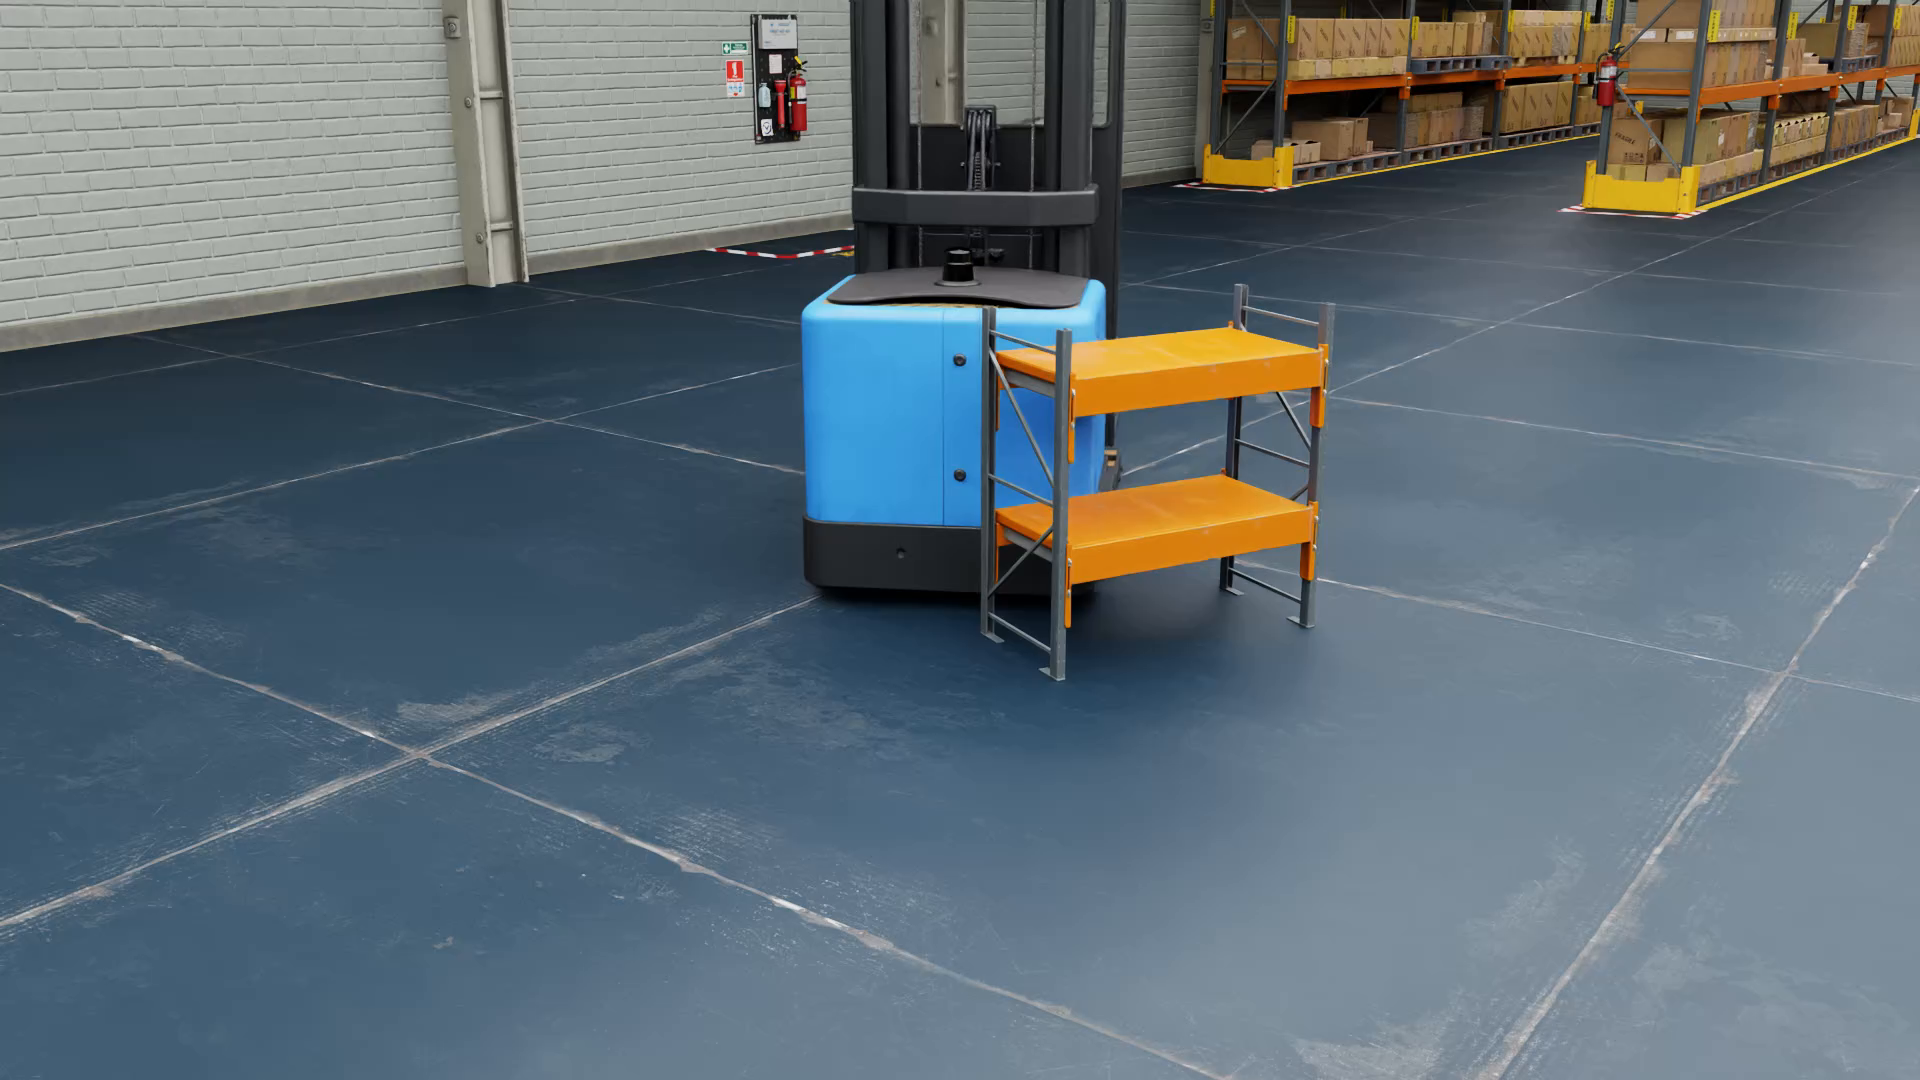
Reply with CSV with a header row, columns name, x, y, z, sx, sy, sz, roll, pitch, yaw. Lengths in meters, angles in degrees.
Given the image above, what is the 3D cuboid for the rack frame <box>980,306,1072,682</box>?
name,x,y,z,sx,sy,sz,roll,pitch,yaw
rack frame,0.203,-0.153,5.340,0.032,1.125,0.500,-9,19,-27

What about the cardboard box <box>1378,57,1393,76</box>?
name,x,y,z,sx,sy,sz,roll,pitch,yaw
cardboard box,5.731,-6.660,23.352,0.500,0.250,0.500,13,21,35

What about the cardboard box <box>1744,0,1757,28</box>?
name,x,y,z,sx,sy,sz,roll,pitch,yaw
cardboard box,9.196,-6.452,20.107,0.700,0.500,0.500,12,21,35

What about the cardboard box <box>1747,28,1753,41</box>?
name,x,y,z,sx,sy,sz,roll,pitch,yaw
cardboard box,9.307,-6.084,20.016,0.380,0.149,0.250,13,22,36

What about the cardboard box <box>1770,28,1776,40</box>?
name,x,y,z,sx,sy,sz,roll,pitch,yaw
cardboard box,10.064,-6.386,20.989,0.380,0.149,0.250,12,21,35

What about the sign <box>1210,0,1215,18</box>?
name,x,y,z,sx,sy,sz,roll,pitch,yaw
sign,3.257,-6.860,21.291,0.100,0.325,0.005,12,21,35

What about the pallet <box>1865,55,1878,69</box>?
name,x,y,z,sx,sy,sz,roll,pitch,yaw
pallet,14.257,-7.774,27.044,1.003,0.211,1.213,12,21,35

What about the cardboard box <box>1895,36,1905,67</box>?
name,x,y,z,sx,sy,sz,roll,pitch,yaw
cardboard box,15.646,-8.280,28.182,0.500,0.500,0.500,13,21,36

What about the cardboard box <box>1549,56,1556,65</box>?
name,x,y,z,sx,sy,sz,roll,pitch,yaw
cardboard box,10.235,-8.433,29.230,0.380,0.149,0.250,12,21,35

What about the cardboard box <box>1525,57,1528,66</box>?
name,x,y,z,sx,sy,sz,roll,pitch,yaw
cardboard box,9.421,-8.138,28.280,0.380,0.149,0.250,13,21,36

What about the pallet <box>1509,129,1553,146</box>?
name,x,y,z,sx,sy,sz,roll,pitch,yaw
pallet,9.715,-7.091,29.221,1.003,0.211,1.213,12,21,35

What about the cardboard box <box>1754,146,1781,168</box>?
name,x,y,z,sx,sy,sz,roll,pitch,yaw
cardboard box,10.494,-5.071,21.944,0.500,0.250,0.500,12,21,33

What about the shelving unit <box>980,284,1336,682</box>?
name,x,y,z,sx,sy,sz,roll,pitch,yaw
shelving unit,0.649,-0.225,5.572,1.048,1.125,0.538,-9,19,-27

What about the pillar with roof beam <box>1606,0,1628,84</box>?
name,x,y,z,sx,sy,sz,roll,pitch,yaw
pillar with roof beam,17.595,-12.764,32.674,9.100,9.000,0.400,12,21,35

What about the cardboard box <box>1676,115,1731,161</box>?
name,x,y,z,sx,sy,sz,roll,pitch,yaw
cardboard box,8.753,-4.754,19.657,0.500,0.500,0.500,12,21,35

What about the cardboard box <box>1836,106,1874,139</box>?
name,x,y,z,sx,sy,sz,roll,pitch,yaw
cardboard box,14.456,-6.769,26.956,0.500,0.500,0.500,13,21,35

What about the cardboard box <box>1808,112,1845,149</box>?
name,x,y,z,sx,sy,sz,roll,pitch,yaw
cardboard box,12.938,-6.158,24.990,0.500,0.500,0.500,14,22,37

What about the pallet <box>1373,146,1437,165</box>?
name,x,y,z,sx,sy,sz,roll,pitch,yaw
pallet,6.536,-5.860,25.258,1.003,0.211,1.213,12,21,35

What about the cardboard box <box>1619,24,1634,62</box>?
name,x,y,z,sx,sy,sz,roll,pitch,yaw
cardboard box,12.503,-9.709,32.444,0.980,0.700,0.700,12,21,34

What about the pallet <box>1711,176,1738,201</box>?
name,x,y,z,sx,sy,sz,roll,pitch,yaw
pallet,8.820,-4.326,20.318,1.003,0.211,1.213,12,21,35

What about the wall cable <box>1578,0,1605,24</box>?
name,x,y,z,sx,sy,sz,roll,pitch,yaw
wall cable,13.227,-10.821,34.820,0.084,1.984,1.851,12,21,35

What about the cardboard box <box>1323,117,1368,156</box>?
name,x,y,z,sx,sy,sz,roll,pitch,yaw
cardboard box,5.487,-5.768,23.733,0.500,0.500,0.500,11,20,31

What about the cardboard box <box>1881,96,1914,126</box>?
name,x,y,z,sx,sy,sz,roll,pitch,yaw
cardboard box,17.078,-7.833,30.382,0.500,0.500,0.500,12,21,35

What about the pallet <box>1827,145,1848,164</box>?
name,x,y,z,sx,sy,sz,roll,pitch,yaw
pallet,12.913,-5.924,25.463,1.003,0.211,1.213,12,21,35

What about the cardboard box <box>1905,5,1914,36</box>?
name,x,y,z,sx,sy,sz,roll,pitch,yaw
cardboard box,15.941,-8.870,28.394,0.500,0.500,0.500,12,21,33

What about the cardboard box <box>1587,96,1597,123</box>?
name,x,y,z,sx,sy,sz,roll,pitch,yaw
cardboard box,11.670,-8.197,31.589,0.700,0.500,0.500,12,21,34

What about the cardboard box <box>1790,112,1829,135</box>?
name,x,y,z,sx,sy,sz,roll,pitch,yaw
cardboard box,12.323,-6.071,24.219,0.500,0.311,0.500,13,22,36

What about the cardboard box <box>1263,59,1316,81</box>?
name,x,y,z,sx,sy,sz,roll,pitch,yaw
cardboard box,4.236,-6.051,21.391,0.500,0.250,0.500,12,21,33

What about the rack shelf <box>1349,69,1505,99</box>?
name,x,y,z,sx,sy,sz,roll,pitch,yaw
rack shelf,7.265,-7.139,25.887,1.077,0.370,4.000,12,21,35

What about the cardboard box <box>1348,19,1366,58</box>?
name,x,y,z,sx,sy,sz,roll,pitch,yaw
cardboard box,5.130,-6.773,22.450,0.500,0.500,0.500,13,22,36

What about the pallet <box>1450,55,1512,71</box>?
name,x,y,z,sx,sy,sz,roll,pitch,yaw
pallet,8.118,-7.678,26.735,1.213,0.211,1.003,12,21,35

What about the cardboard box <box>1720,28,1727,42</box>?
name,x,y,z,sx,sy,sz,roll,pitch,yaw
cardboard box,8.535,-5.774,19.017,0.380,0.149,0.250,12,21,34

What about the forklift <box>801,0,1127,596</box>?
name,x,y,z,sx,sy,sz,roll,pitch,yaw
forklift,0.143,-1.593,6.932,1.130,2.935,3.031,2,17,7

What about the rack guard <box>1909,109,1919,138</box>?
name,x,y,z,sx,sy,sz,roll,pitch,yaw
rack guard,17.159,-7.778,30.947,1.175,0.500,0.348,12,21,35

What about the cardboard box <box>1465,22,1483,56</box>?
name,x,y,z,sx,sy,sz,roll,pitch,yaw
cardboard box,7.874,-7.965,26.424,0.700,0.500,0.500,10,20,30

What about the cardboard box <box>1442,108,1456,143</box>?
name,x,y,z,sx,sy,sz,roll,pitch,yaw
cardboard box,7.396,-6.569,26.312,0.700,0.500,0.500,12,21,34

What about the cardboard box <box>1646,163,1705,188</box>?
name,x,y,z,sx,sy,sz,roll,pitch,yaw
cardboard box,8.169,-4.155,18.993,0.500,0.250,0.500,12,21,35

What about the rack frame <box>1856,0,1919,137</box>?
name,x,y,z,sx,sy,sz,roll,pitch,yaw
rack frame,17.204,-8.990,30.634,1.000,3.000,0.127,12,21,35

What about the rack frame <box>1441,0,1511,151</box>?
name,x,y,z,sx,sy,sz,roll,pitch,yaw
rack frame,8.457,-7.959,27.314,1.000,3.000,0.127,12,21,35

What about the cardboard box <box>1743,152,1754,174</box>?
name,x,y,z,sx,sy,sz,roll,pitch,yaw
cardboard box,9.648,-4.752,20.918,0.500,0.250,0.500,12,21,35

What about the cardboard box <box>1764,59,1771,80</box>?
name,x,y,z,sx,sy,sz,roll,pitch,yaw
cardboard box,10.313,-6.185,21.855,0.500,0.250,0.500,14,22,38

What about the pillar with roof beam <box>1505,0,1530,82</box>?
name,x,y,z,sx,sy,sz,roll,pitch,yaw
pillar with roof beam,14.020,-11.335,28.072,9.100,9.000,0.400,12,21,35

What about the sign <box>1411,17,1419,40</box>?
name,x,y,z,sx,sy,sz,roll,pitch,yaw
sign,6.514,-7.325,23.815,0.100,0.325,0.005,12,21,35

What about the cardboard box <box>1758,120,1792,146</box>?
name,x,y,z,sx,sy,sz,roll,pitch,yaw
cardboard box,10.803,-5.459,22.249,0.500,0.311,0.500,12,21,34

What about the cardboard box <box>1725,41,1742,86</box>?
name,x,y,z,sx,sy,sz,roll,pitch,yaw
cardboard box,8.880,-5.705,19.887,0.700,0.500,0.500,13,22,36

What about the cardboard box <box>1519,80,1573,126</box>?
name,x,y,z,sx,sy,sz,roll,pitch,yaw
cardboard box,10.558,-7.907,30.066,0.750,0.750,0.750,13,21,35

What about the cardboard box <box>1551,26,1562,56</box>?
name,x,y,z,sx,sy,sz,roll,pitch,yaw
cardboard box,10.166,-8.715,29.045,0.500,0.500,0.500,12,21,35

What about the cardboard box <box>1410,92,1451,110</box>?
name,x,y,z,sx,sy,sz,roll,pitch,yaw
cardboard box,7.378,-6.904,26.128,0.500,0.250,0.500,12,21,34

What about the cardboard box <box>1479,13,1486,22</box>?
name,x,y,z,sx,sy,sz,roll,pitch,yaw
cardboard box,8.276,-8.439,26.856,0.380,0.149,0.250,9,20,28

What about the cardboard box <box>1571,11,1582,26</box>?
name,x,y,z,sx,sy,sz,roll,pitch,yaw
cardboard box,10.768,-9.312,29.705,0.500,0.250,0.500,13,22,36

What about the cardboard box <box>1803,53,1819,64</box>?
name,x,y,z,sx,sy,sz,roll,pitch,yaw
cardboard box,12.186,-6.963,24.257,0.500,0.311,0.500,14,22,38

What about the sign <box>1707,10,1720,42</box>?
name,x,y,z,sx,sy,sz,roll,pitch,yaw
sign,8.113,-5.531,17.902,0.100,0.325,0.005,12,21,35

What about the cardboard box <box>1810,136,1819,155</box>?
name,x,y,z,sx,sy,sz,roll,pitch,yaw
cardboard box,12.016,-5.680,23.904,0.500,0.250,0.500,12,21,34

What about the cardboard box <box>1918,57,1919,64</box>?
name,x,y,z,sx,sy,sz,roll,pitch,yaw
cardboard box,17.156,-8.883,30.121,0.500,0.500,0.500,13,22,36

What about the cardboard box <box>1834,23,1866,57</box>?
name,x,y,z,sx,sy,sz,roll,pitch,yaw
cardboard box,13.421,-7.686,25.561,0.500,0.500,0.700,-15,23,-40

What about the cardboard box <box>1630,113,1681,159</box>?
name,x,y,z,sx,sy,sz,roll,pitch,yaw
cardboard box,8.336,-4.845,19.953,0.500,0.500,0.500,12,21,35
